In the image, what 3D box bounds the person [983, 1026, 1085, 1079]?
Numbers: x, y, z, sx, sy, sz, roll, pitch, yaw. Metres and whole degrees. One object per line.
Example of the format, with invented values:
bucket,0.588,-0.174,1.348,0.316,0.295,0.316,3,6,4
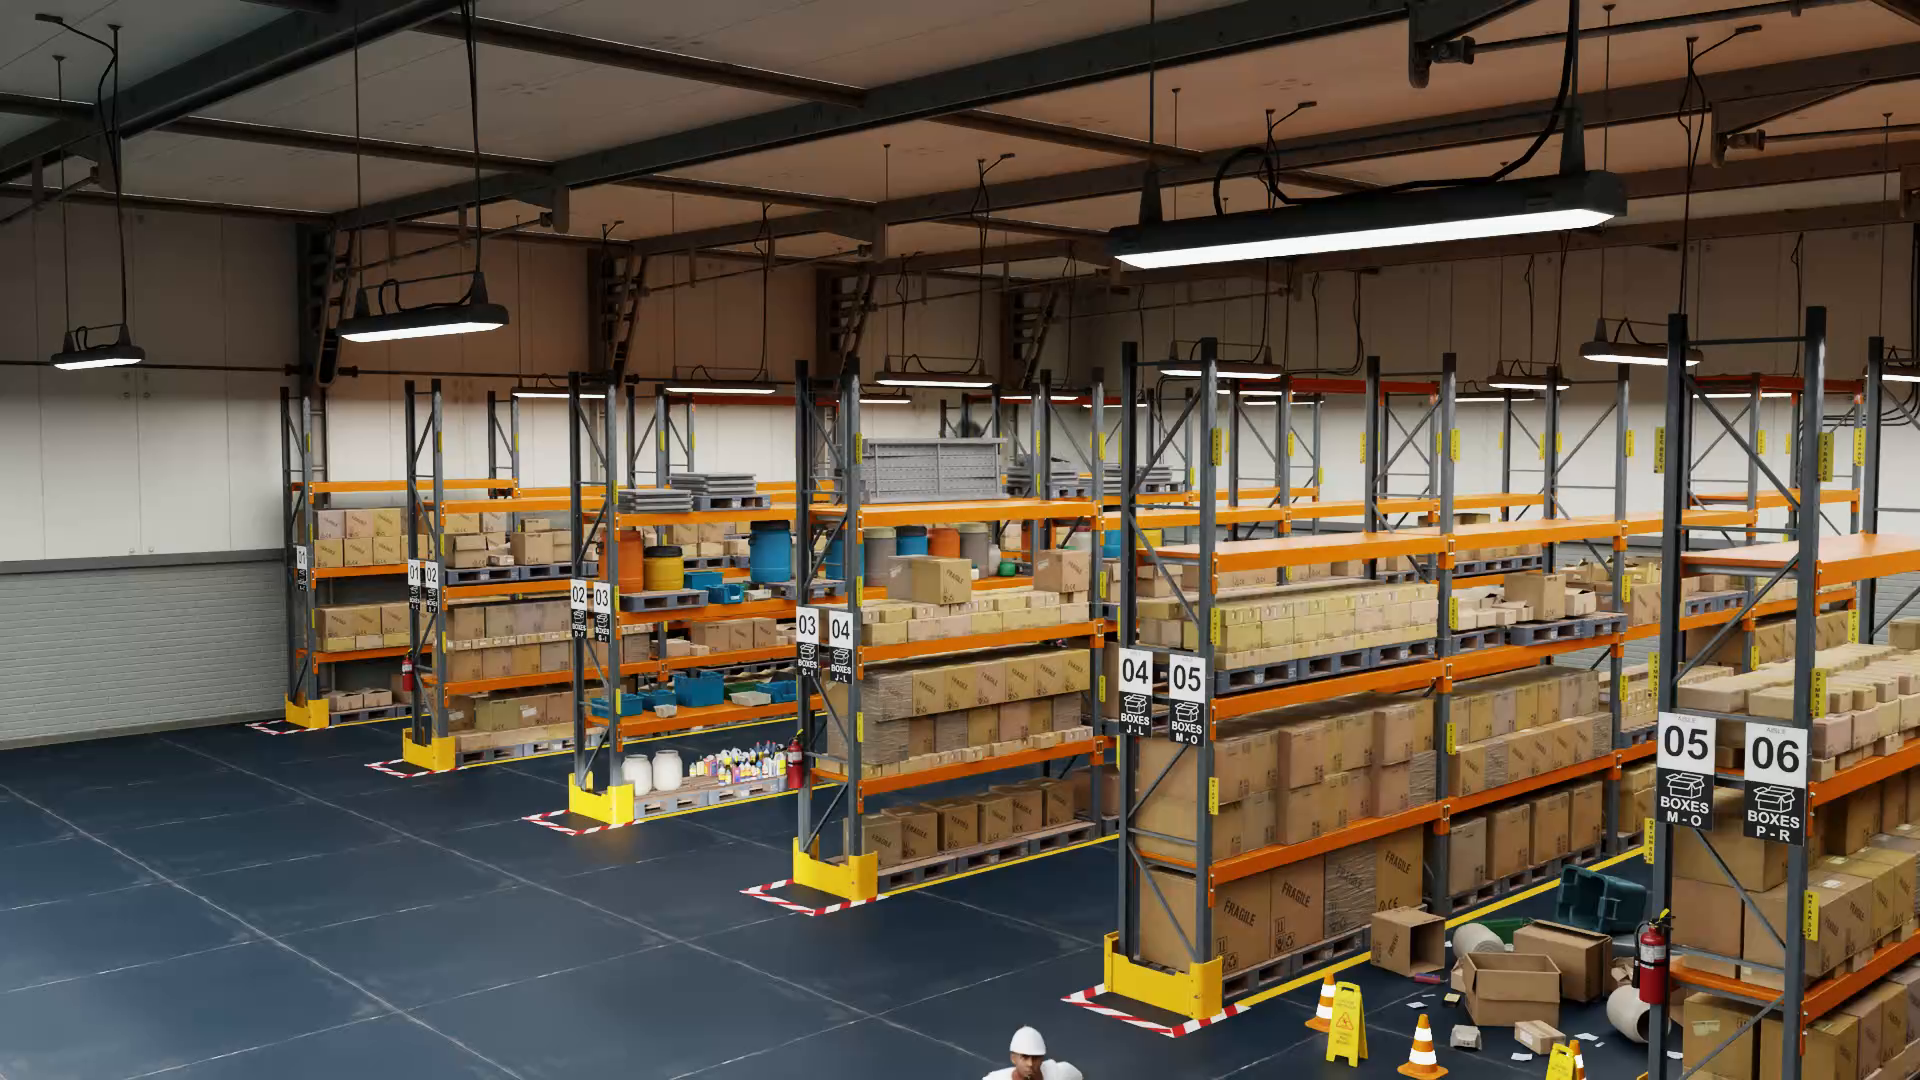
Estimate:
person,0.399,3.674,9.666,0.727,1.802,0.848,0,4,-2
